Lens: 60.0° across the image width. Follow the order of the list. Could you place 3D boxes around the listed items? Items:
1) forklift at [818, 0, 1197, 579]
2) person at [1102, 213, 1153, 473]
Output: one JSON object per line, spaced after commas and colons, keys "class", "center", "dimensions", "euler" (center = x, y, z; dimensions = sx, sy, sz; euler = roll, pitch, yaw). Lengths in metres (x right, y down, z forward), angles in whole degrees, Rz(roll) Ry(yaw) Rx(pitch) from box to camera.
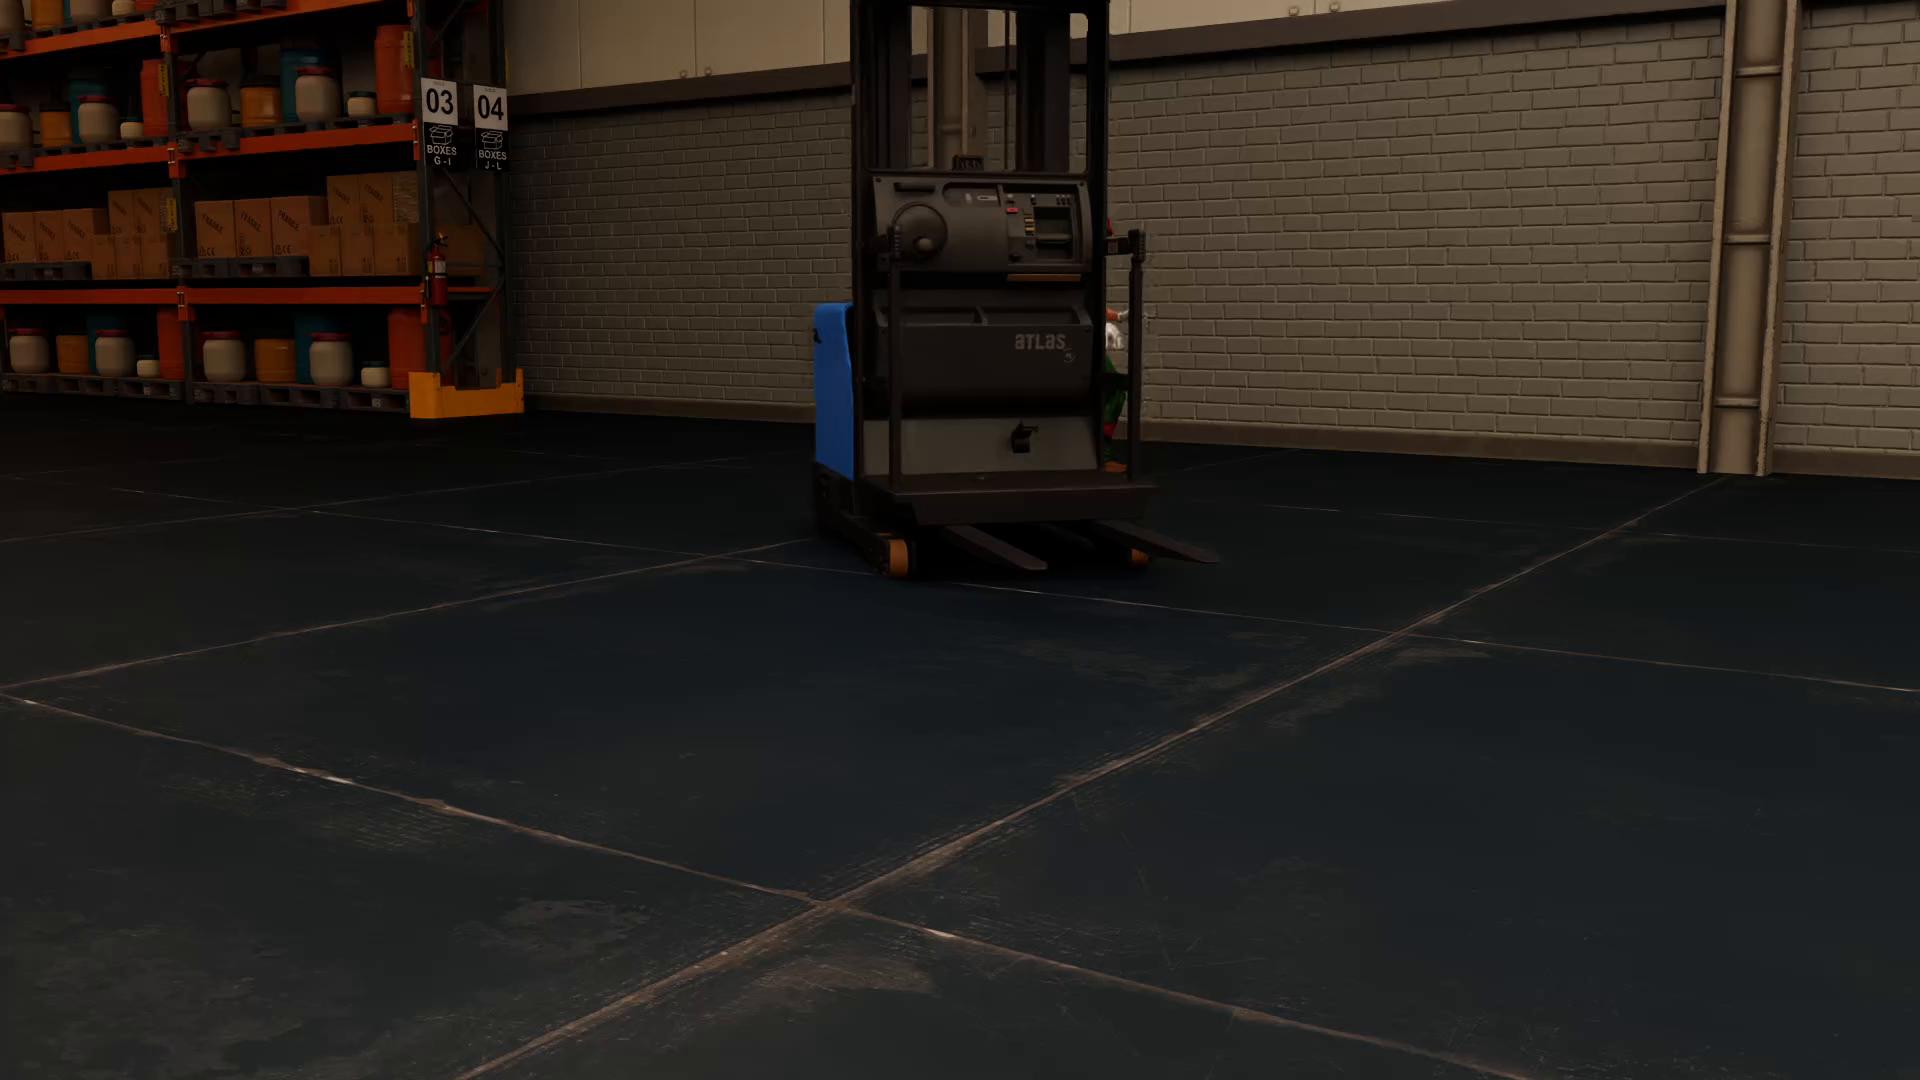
{"class": "forklift", "center": [0.129, -1.353, 6.709], "dimensions": [1.130, 2.935, 3.031], "euler": [-2, 8, -12]}
{"class": "person", "center": [0.898, -1.238, 10.457], "dimensions": [0.841, 1.647, 0.889], "euler": [-2, 8, -16]}
